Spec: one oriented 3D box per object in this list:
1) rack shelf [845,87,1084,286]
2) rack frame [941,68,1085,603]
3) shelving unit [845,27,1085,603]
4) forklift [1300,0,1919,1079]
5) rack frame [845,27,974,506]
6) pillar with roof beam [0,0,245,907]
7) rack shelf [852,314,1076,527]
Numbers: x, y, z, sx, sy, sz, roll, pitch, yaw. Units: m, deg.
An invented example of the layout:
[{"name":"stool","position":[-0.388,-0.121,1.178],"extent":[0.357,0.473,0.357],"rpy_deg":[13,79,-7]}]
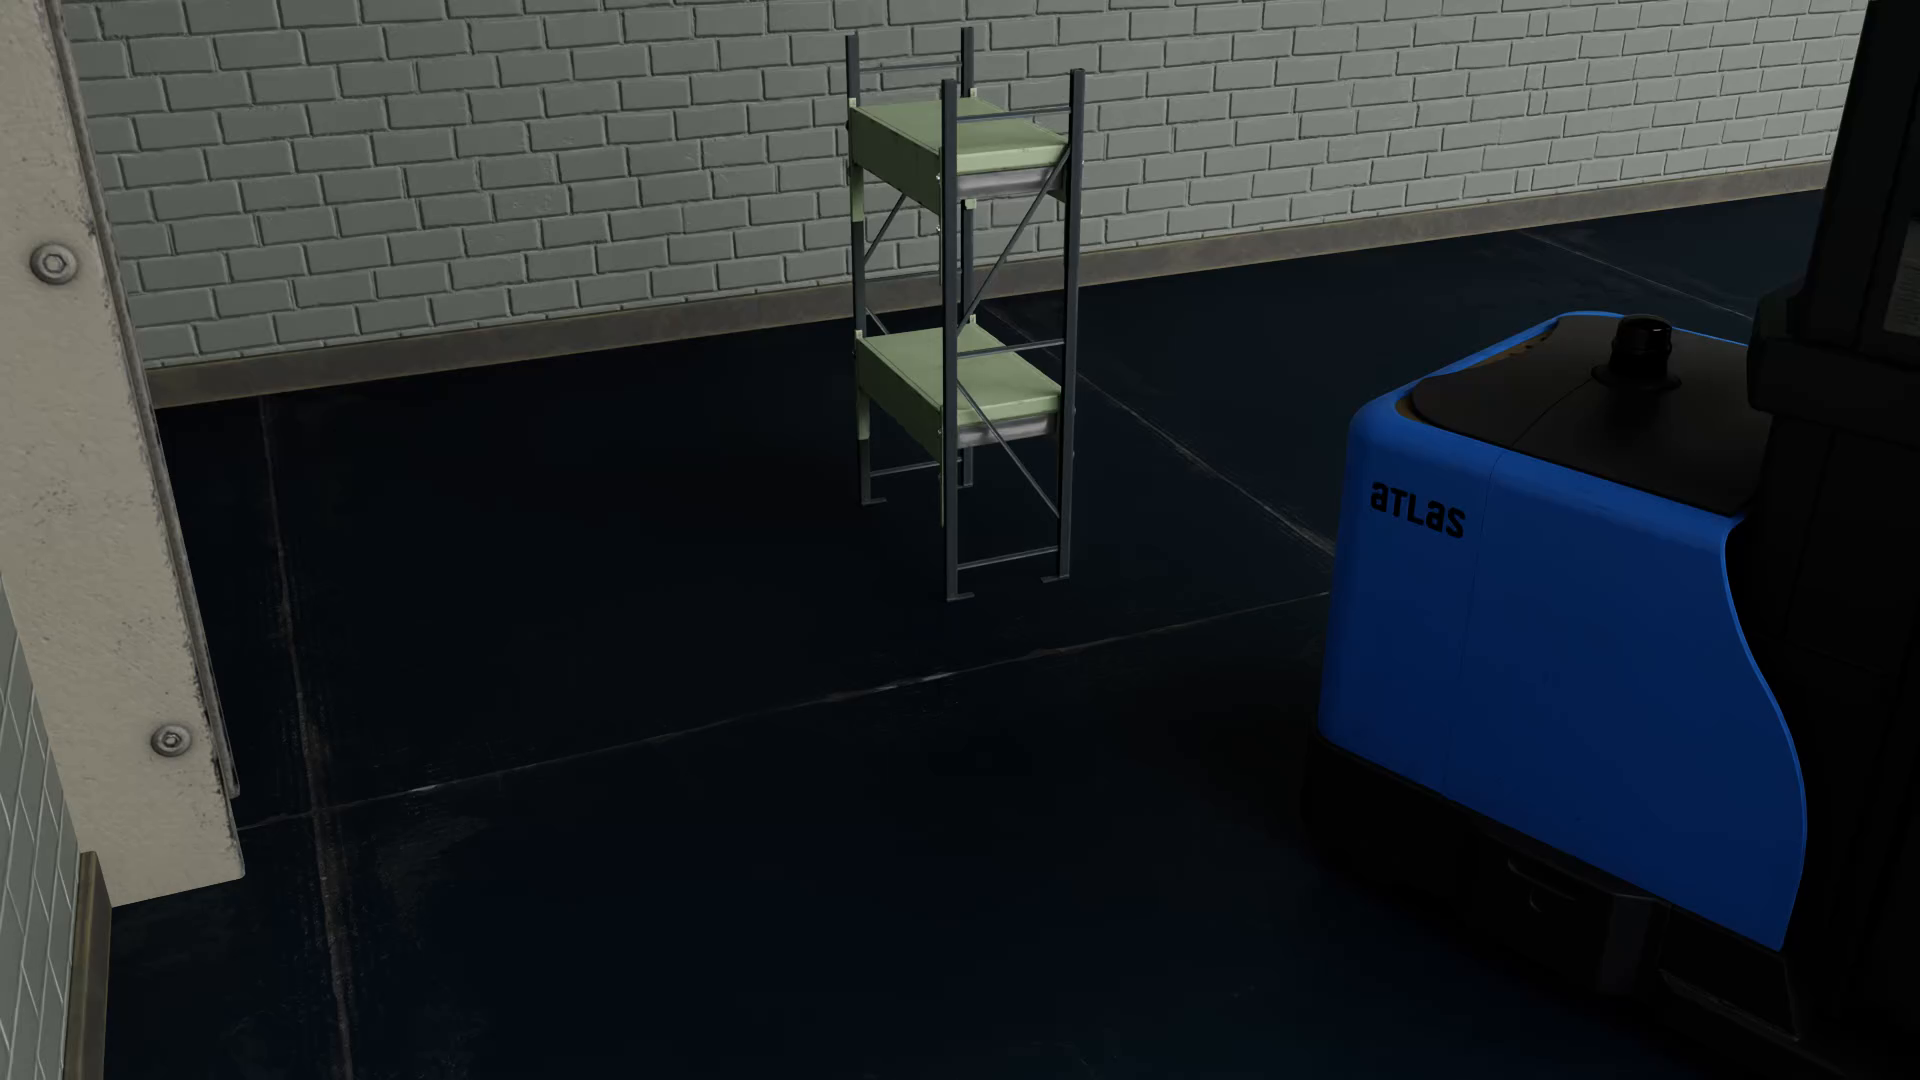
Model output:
[{"name":"rack shelf","position":[-0.003,-1.027,4.755],"extent":[0.431,0.370,0.720],"rpy_deg":[-11,28,-21]},{"name":"rack frame","position":[0.141,-0.529,4.624],"extent":[0.400,1.500,0.023],"rpy_deg":[-11,28,-21]},{"name":"shelving unit","position":[-0.003,-0.677,4.926],"extent":[0.431,1.500,0.755],"rpy_deg":[-11,28,-21]},{"name":"forklift","position":[2.165,-0.305,2.534],"extent":[1.130,2.935,3.031],"rpy_deg":[-23,34,-39]},{"name":"rack frame","position":[-0.146,-0.824,5.229],"extent":[0.400,1.500,0.023],"rpy_deg":[-11,28,-21]},{"name":"pillar with roof beam","position":[2.146,-4.085,3.361],"extent":[9.100,9.000,0.400],"rpy_deg":[-11,28,-21]},{"name":"rack shelf","position":[-0.003,-0.384,5.069],"extent":[0.431,0.370,0.720],"rpy_deg":[-11,28,-21]}]
